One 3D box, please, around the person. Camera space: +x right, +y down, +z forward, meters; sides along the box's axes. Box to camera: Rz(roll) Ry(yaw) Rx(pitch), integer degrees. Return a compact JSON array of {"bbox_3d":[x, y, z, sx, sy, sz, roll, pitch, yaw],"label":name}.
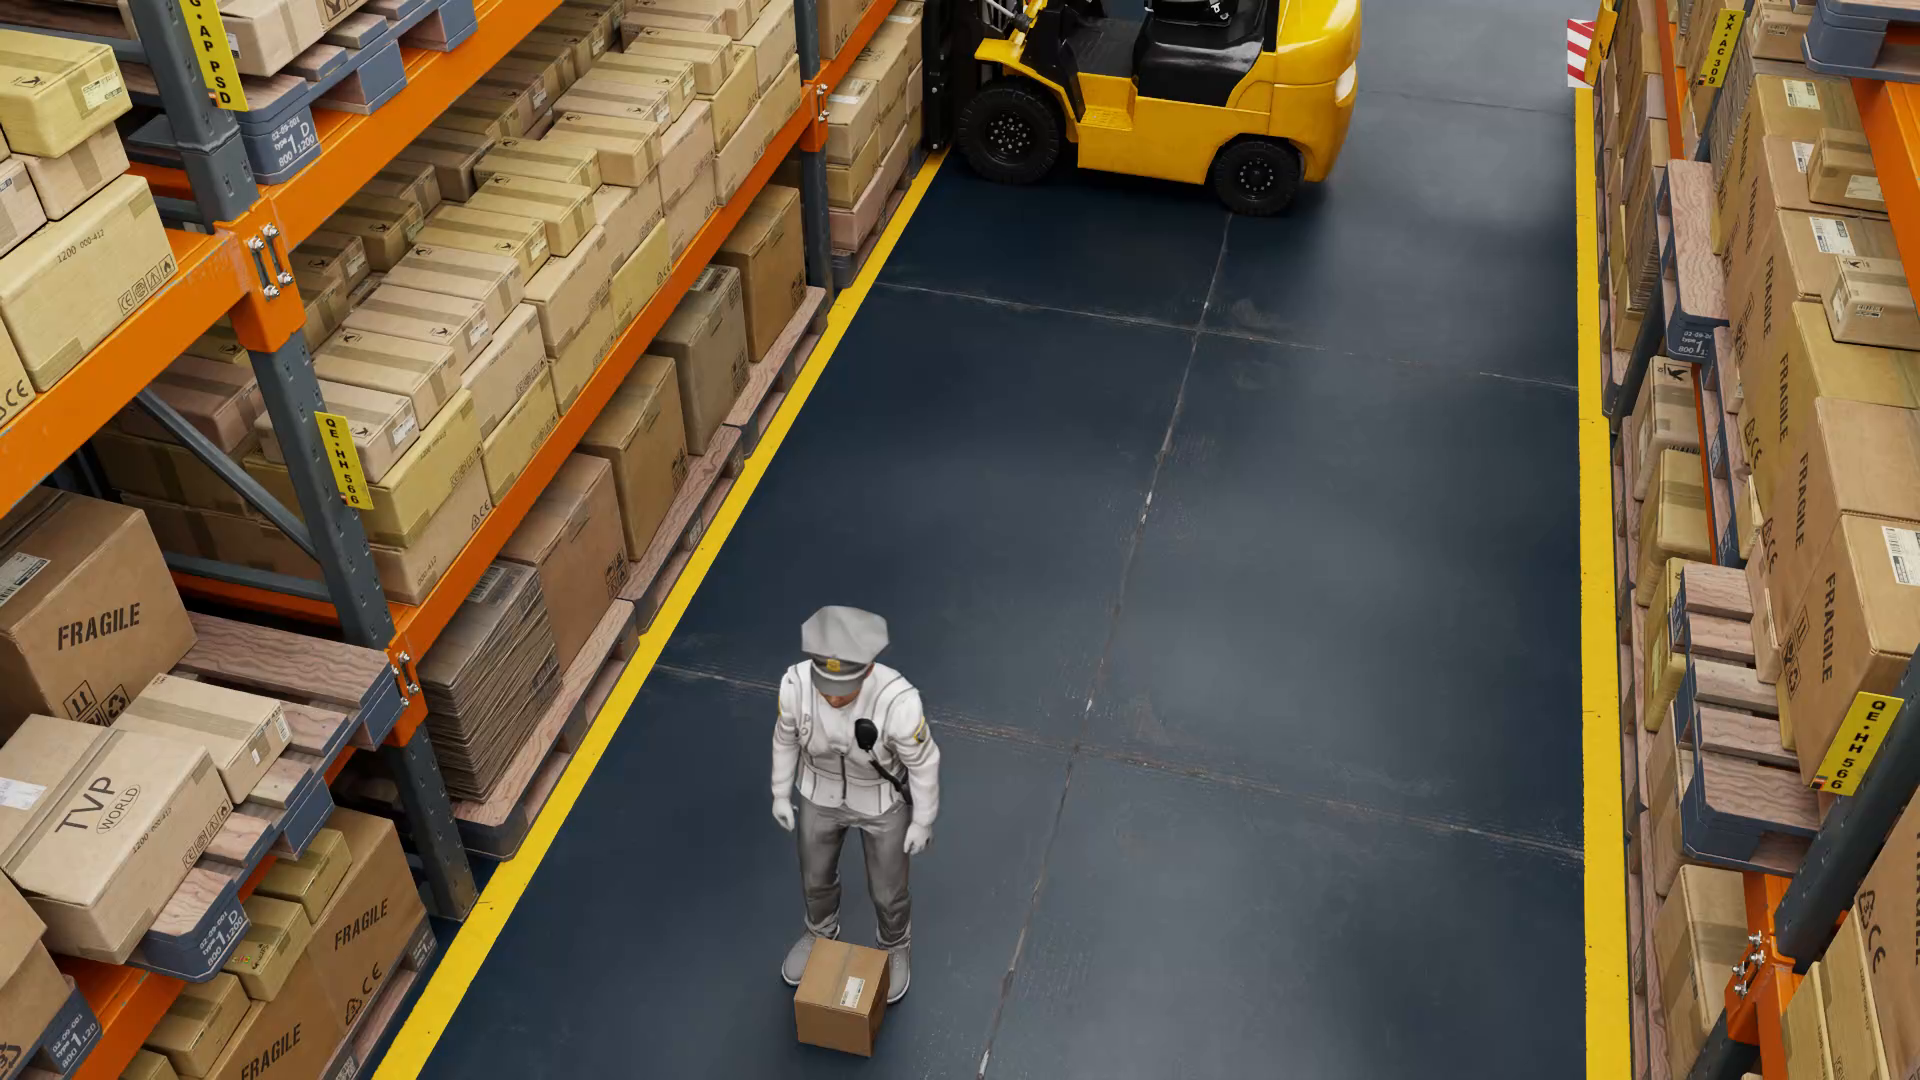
[{"bbox_3d":[-0.331,0.830,5.209,0.536,1.663,0.379,9,42,11],"label":"person"}]
